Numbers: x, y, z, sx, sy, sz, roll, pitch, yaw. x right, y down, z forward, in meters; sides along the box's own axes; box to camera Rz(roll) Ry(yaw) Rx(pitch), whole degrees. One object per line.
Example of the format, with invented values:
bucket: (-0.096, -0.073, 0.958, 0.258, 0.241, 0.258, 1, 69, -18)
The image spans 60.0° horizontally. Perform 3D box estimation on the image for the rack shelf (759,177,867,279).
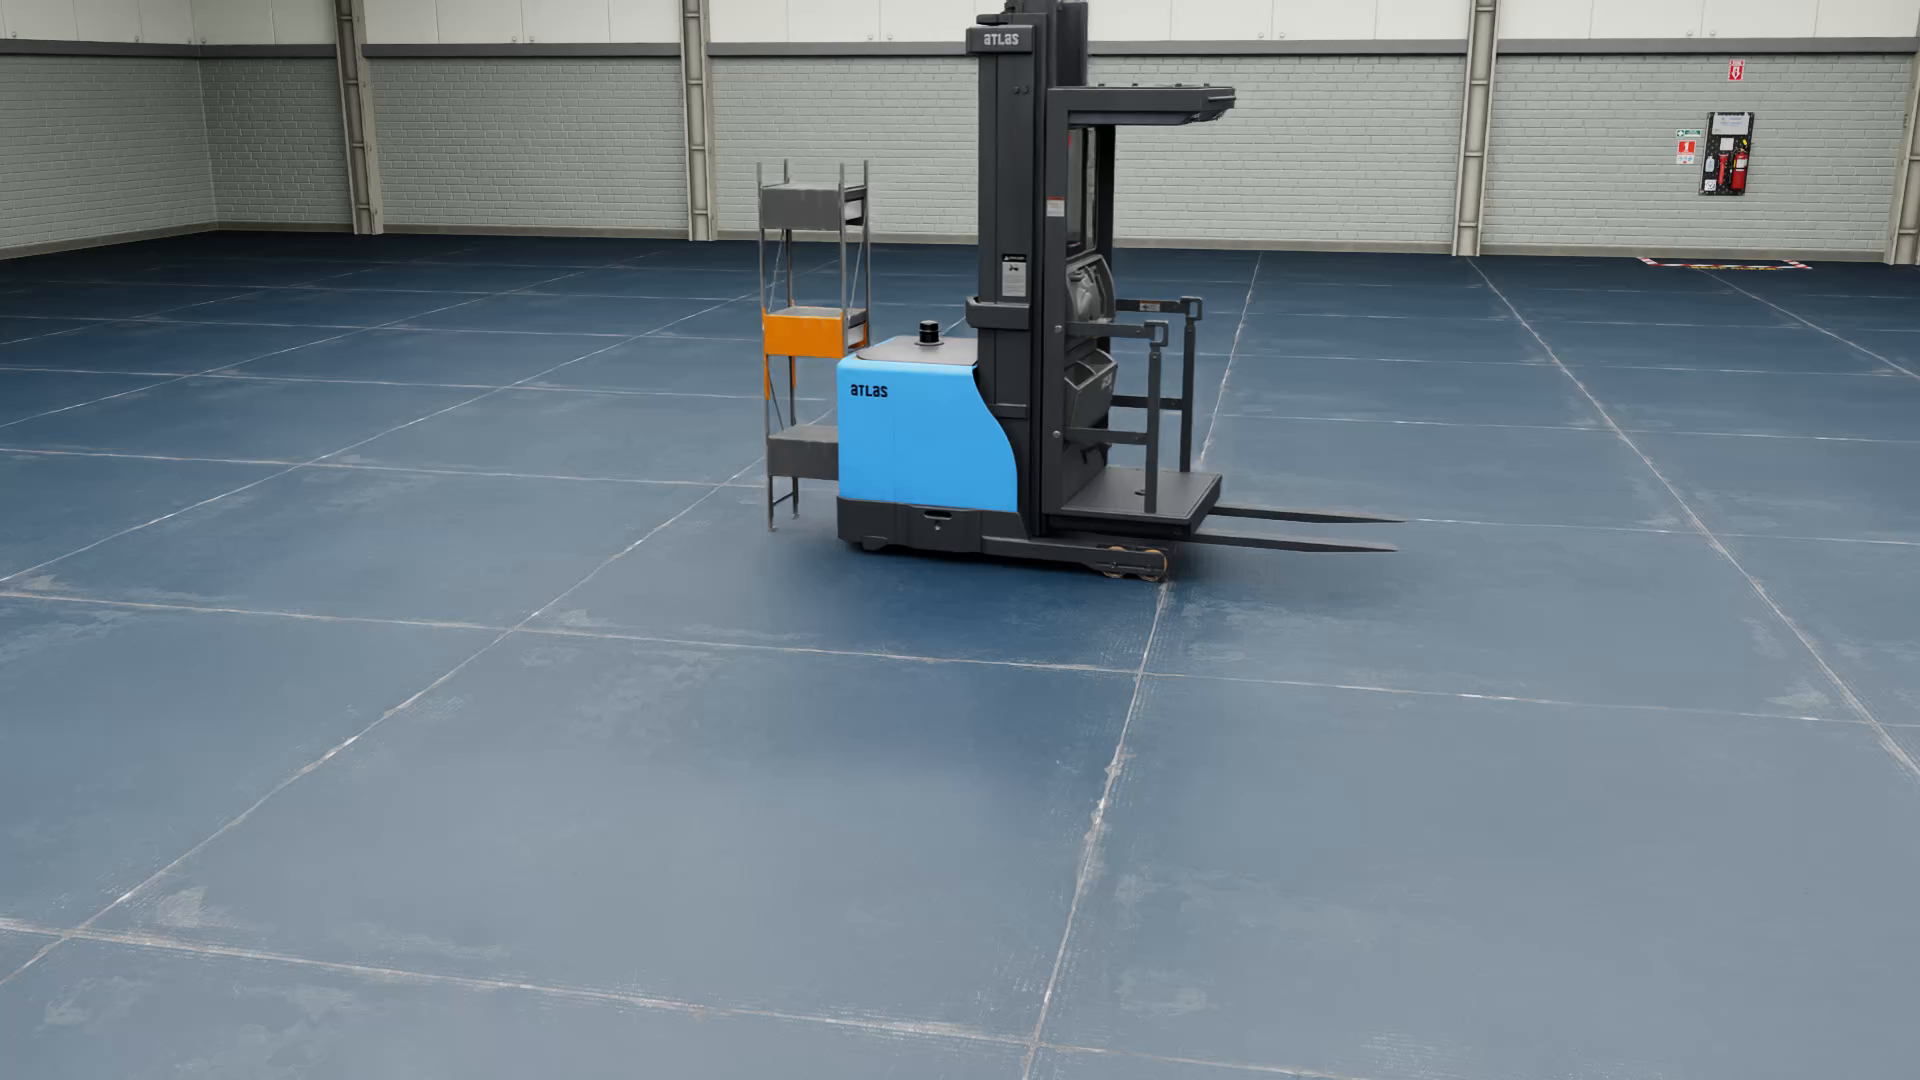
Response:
rack shelf: (-0.815, -1.753, 9.316, 0.480, 0.518, 0.431, 5, 16, 17)

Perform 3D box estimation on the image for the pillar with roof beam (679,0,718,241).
pillar with roof beam: (-5.054, -8.119, 21.946, 0.400, 9.000, 9.100, 3, 16, 11)

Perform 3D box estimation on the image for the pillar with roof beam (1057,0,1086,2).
pillar with roof beam: (0.826, -7.800, 20.793, 0.400, 9.000, 9.100, 3, 16, 11)

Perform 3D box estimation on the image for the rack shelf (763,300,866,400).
rack shelf: (-0.815, -1.078, 9.503, 0.480, 0.518, 0.431, 5, 16, 17)

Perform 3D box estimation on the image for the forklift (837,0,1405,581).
forklift: (0.890, -1.355, 8.894, 3.031, 2.935, 1.130, 5, 16, 17)

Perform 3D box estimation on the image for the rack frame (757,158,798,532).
rack frame: (-1.047, -1.111, 9.571, 0.015, 2.100, 0.400, 5, 16, 17)

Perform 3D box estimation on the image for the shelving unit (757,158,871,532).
shelving unit: (-0.815, -1.092, 9.499, 0.503, 2.100, 0.431, 5, 16, 17)

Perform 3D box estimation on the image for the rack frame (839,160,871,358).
rack frame: (-0.582, -1.072, 9.427, 0.015, 2.100, 0.400, 5, 16, 17)

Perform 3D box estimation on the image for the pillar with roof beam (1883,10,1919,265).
pillar with roof beam: (12.585, -7.162, 18.489, 0.400, 9.000, 9.100, 3, 16, 11)

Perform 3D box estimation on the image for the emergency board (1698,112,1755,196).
emergency board: (11.029, -5.538, 23.866, 0.643, 1.169, 0.194, 3, 16, 11)

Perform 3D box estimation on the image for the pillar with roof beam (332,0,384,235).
pillar with roof beam: (-10.933, -8.438, 23.098, 0.400, 9.000, 9.100, 3, 16, 11)

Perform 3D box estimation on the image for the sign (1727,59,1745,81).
sign: (11.041, -6.682, 23.652, 0.199, 0.298, 0.001, 3, 16, 11)

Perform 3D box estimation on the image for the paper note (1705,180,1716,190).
paper note: (10.869, -5.141, 24.083, 0.142, 0.148, 0.016, 3, 16, 11)

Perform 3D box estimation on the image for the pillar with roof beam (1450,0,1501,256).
pillar with roof beam: (6.706, -7.481, 19.641, 0.400, 9.000, 9.100, 3, 16, 11)

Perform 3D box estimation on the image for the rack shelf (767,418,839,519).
rack shelf: (-0.815, -0.404, 9.690, 0.480, 0.518, 0.431, 5, 16, 17)

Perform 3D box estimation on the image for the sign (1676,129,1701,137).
sign: (10.510, -5.865, 23.985, 0.331, 0.109, 0.001, 3, 16, 11)

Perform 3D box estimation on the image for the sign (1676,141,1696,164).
sign: (10.508, -5.612, 24.065, 0.234, 0.329, 0.001, 3, 16, 11)
